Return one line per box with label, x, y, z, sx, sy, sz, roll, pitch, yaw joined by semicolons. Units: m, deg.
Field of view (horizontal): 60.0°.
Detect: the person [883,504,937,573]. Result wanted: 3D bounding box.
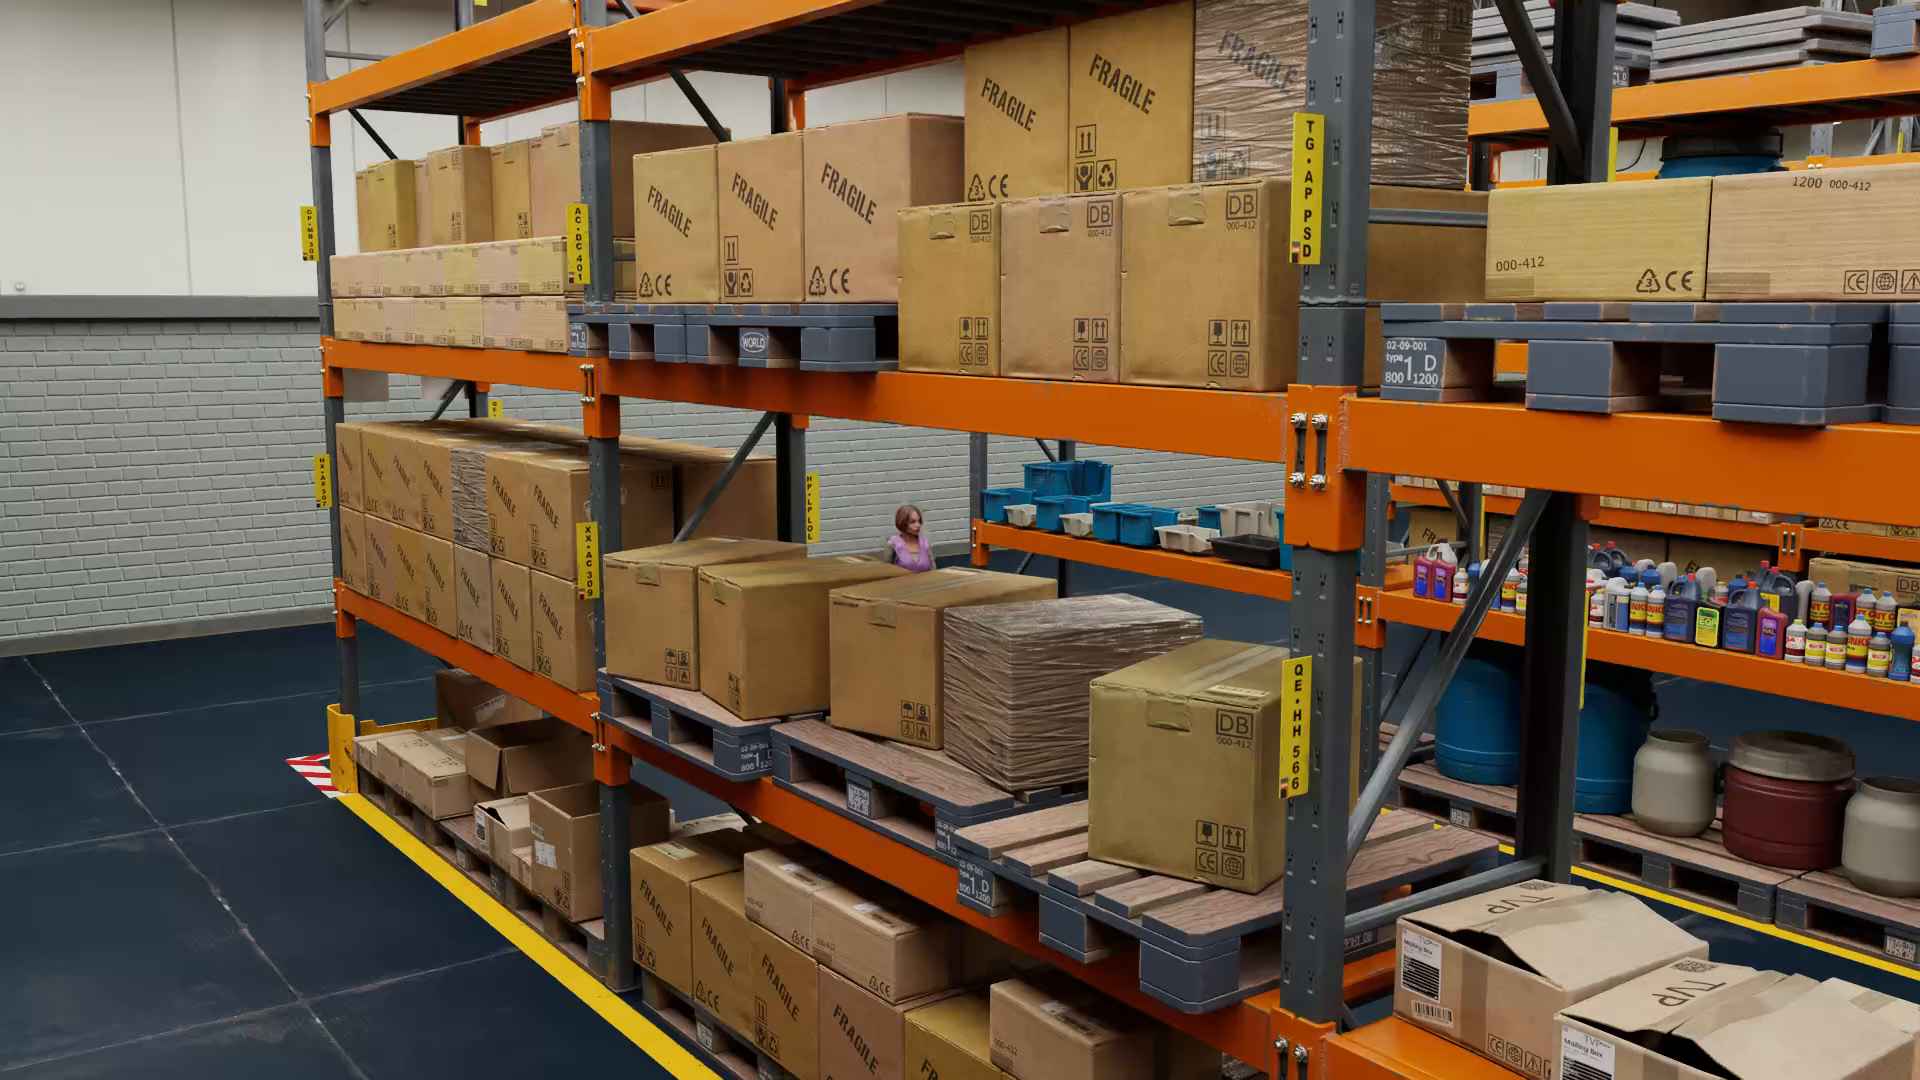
person;-0.325;0.516;12.124;0.438;1.535;0.936;-5;10;-33
